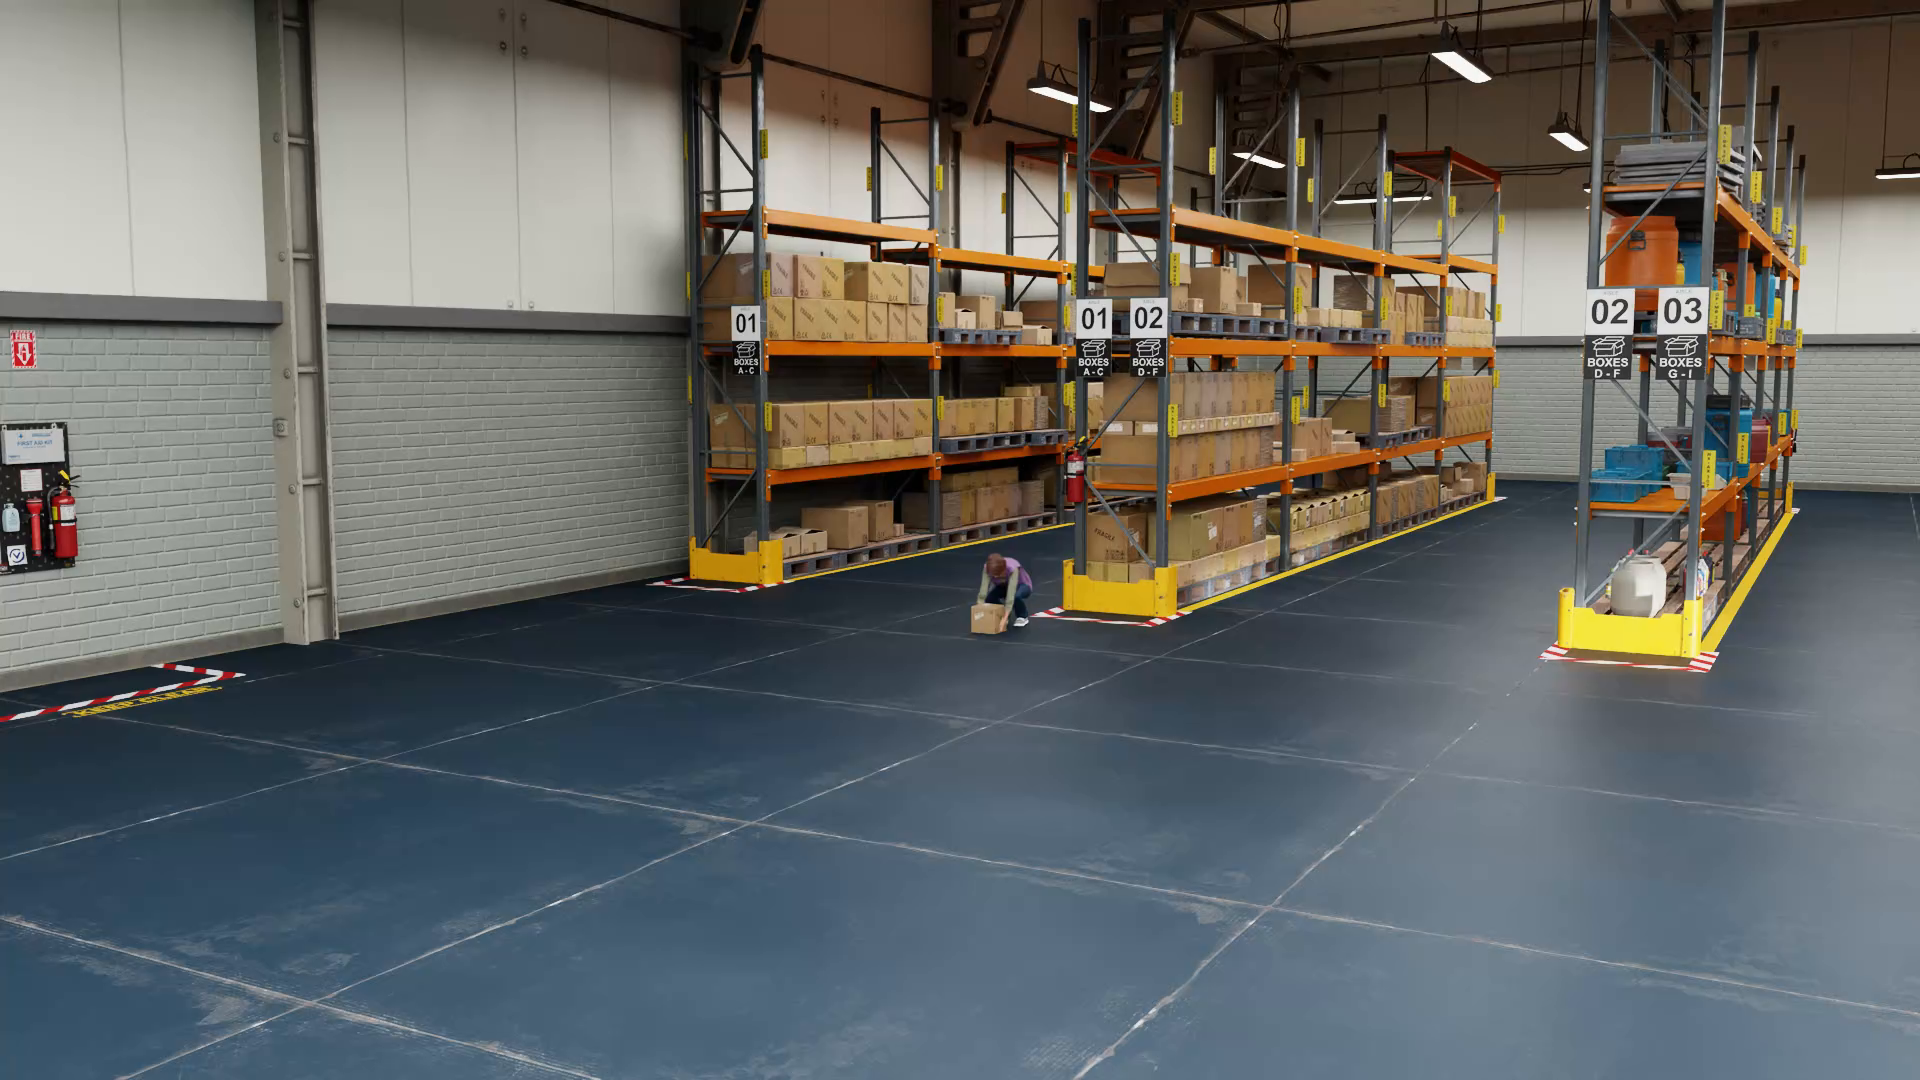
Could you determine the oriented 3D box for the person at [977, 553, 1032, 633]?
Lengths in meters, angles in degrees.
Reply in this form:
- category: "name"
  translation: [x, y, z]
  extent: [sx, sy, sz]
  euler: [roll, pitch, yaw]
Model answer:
- category: "person"
  translation: [0.435, 0.481, 16.135]
  extent: [0.437, 0.769, 0.808]
  euler: [3, 7, 29]
